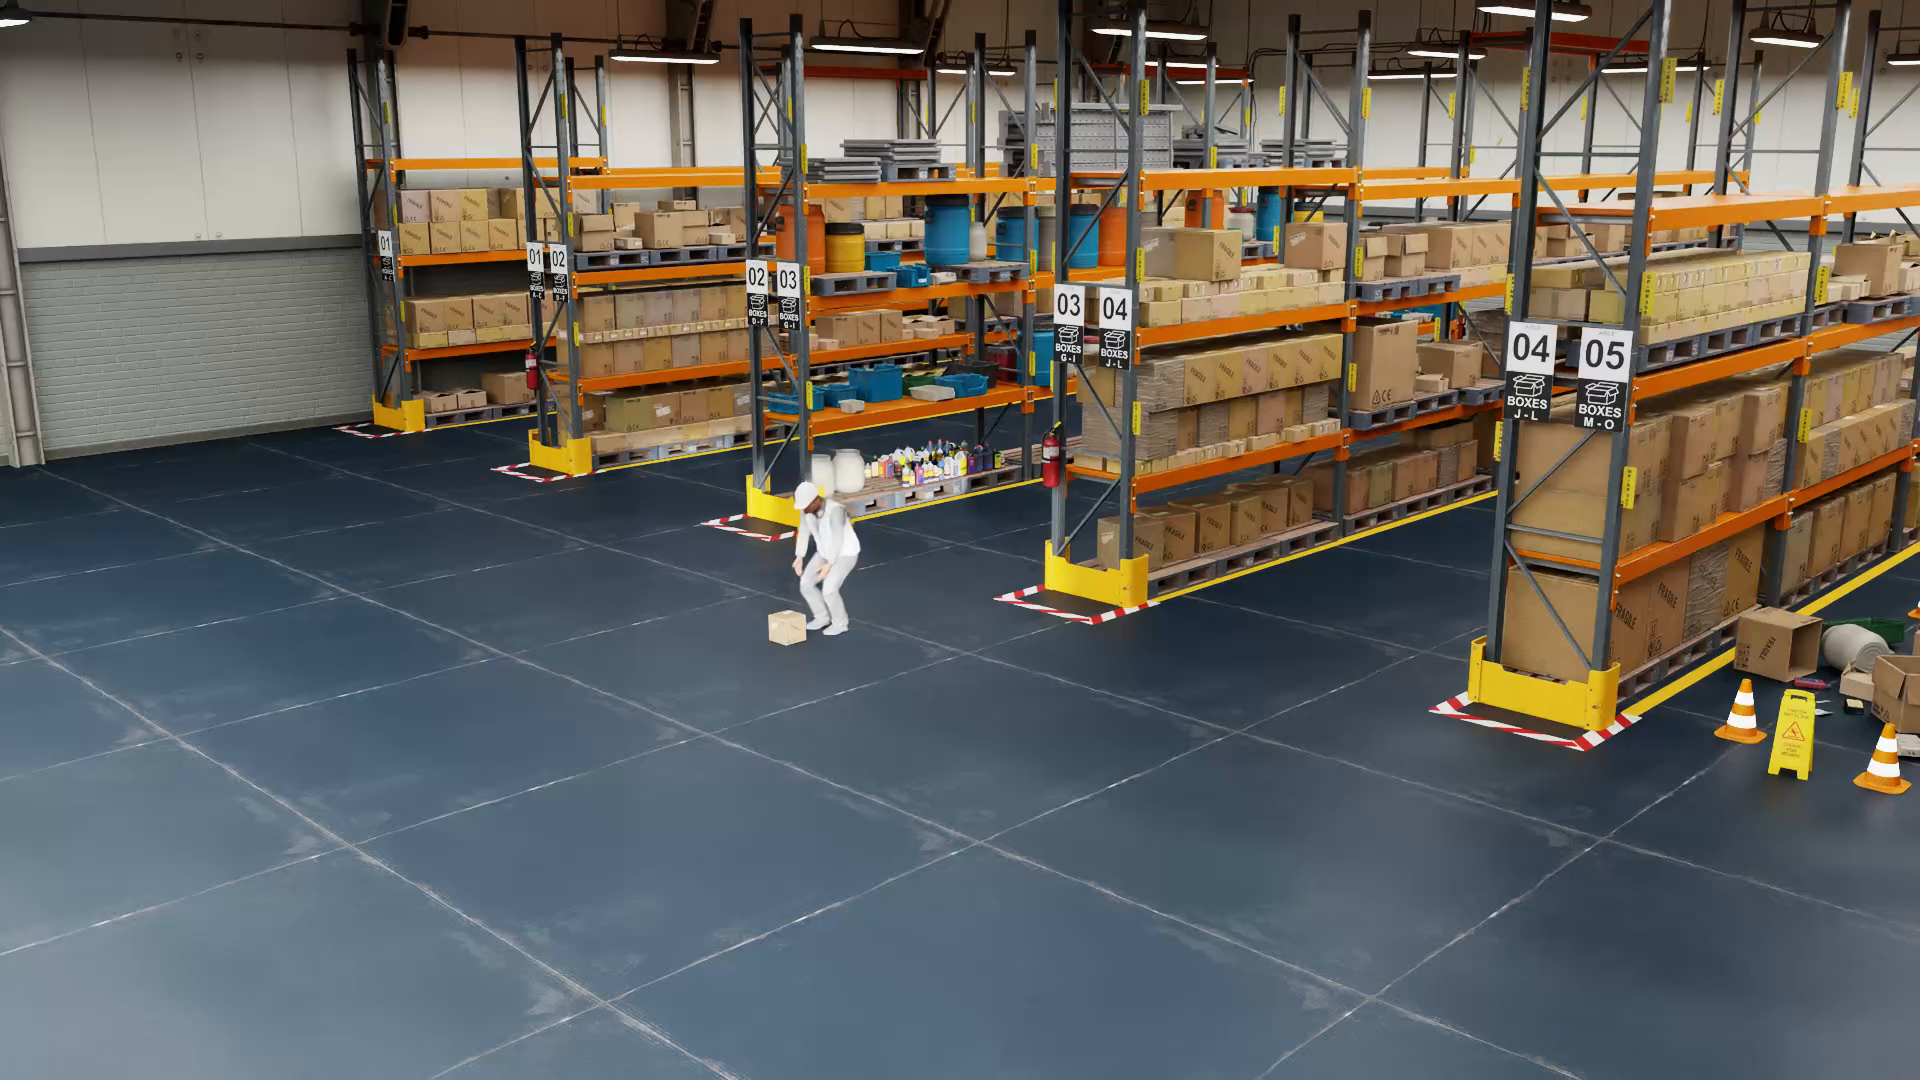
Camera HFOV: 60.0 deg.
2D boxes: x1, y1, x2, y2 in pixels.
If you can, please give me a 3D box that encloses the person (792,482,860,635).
[{"bbox_3d":[-1.278,0.152,15.893,0.590,1.506,0.714,13,19,43],"label":"person"}]
